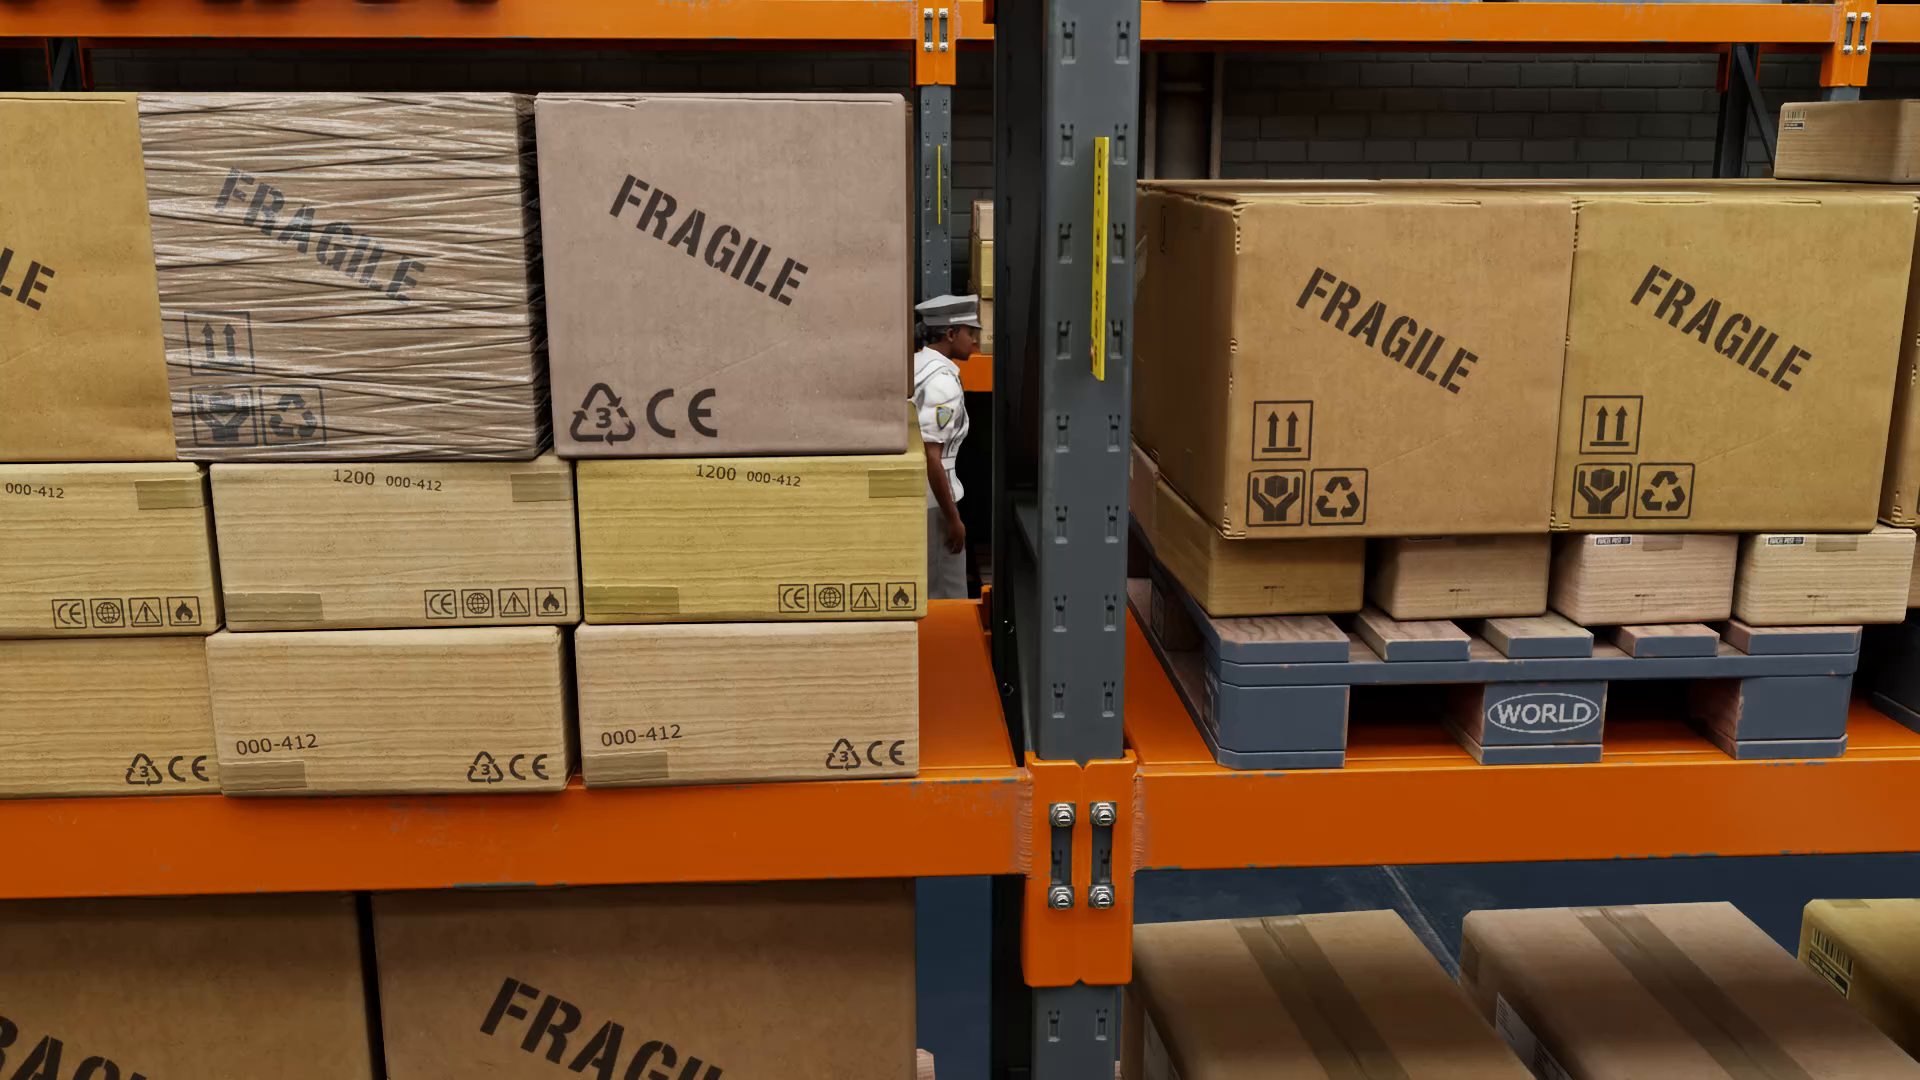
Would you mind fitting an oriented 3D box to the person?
[{"bbox_3d":[-0.079,-0.117,6.477,0.425,1.659,0.506,-3,14,-10],"label":"person"}]
